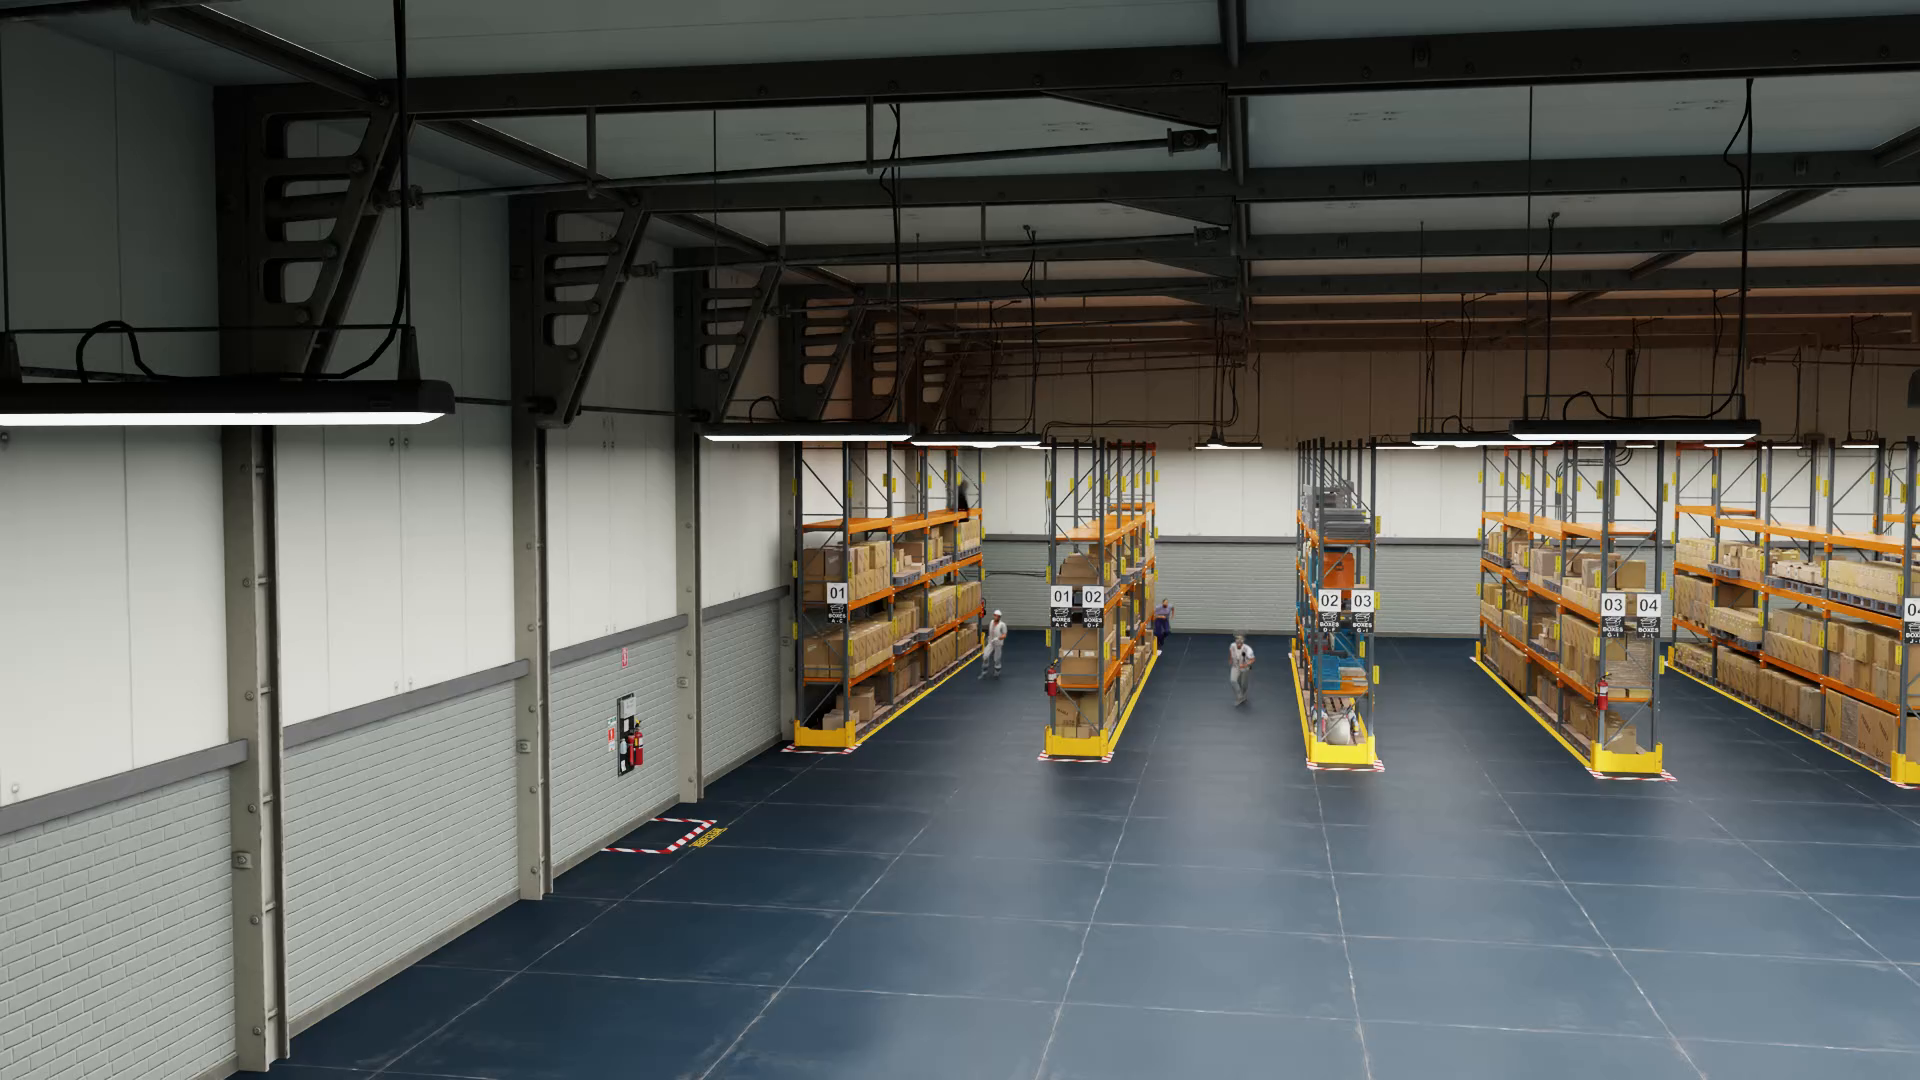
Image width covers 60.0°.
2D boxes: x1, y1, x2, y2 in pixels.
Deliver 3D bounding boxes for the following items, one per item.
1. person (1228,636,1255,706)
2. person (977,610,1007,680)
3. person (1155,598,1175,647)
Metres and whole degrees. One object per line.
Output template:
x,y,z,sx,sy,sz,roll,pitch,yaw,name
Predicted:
6.400,2.923,37.732,0.677,1.589,1.075,1,3,22,person
0.868,2.623,41.609,0.717,1.743,0.834,1,3,25,person
5.970,2.417,48.512,0.646,1.484,0.848,-1,3,-11,person
